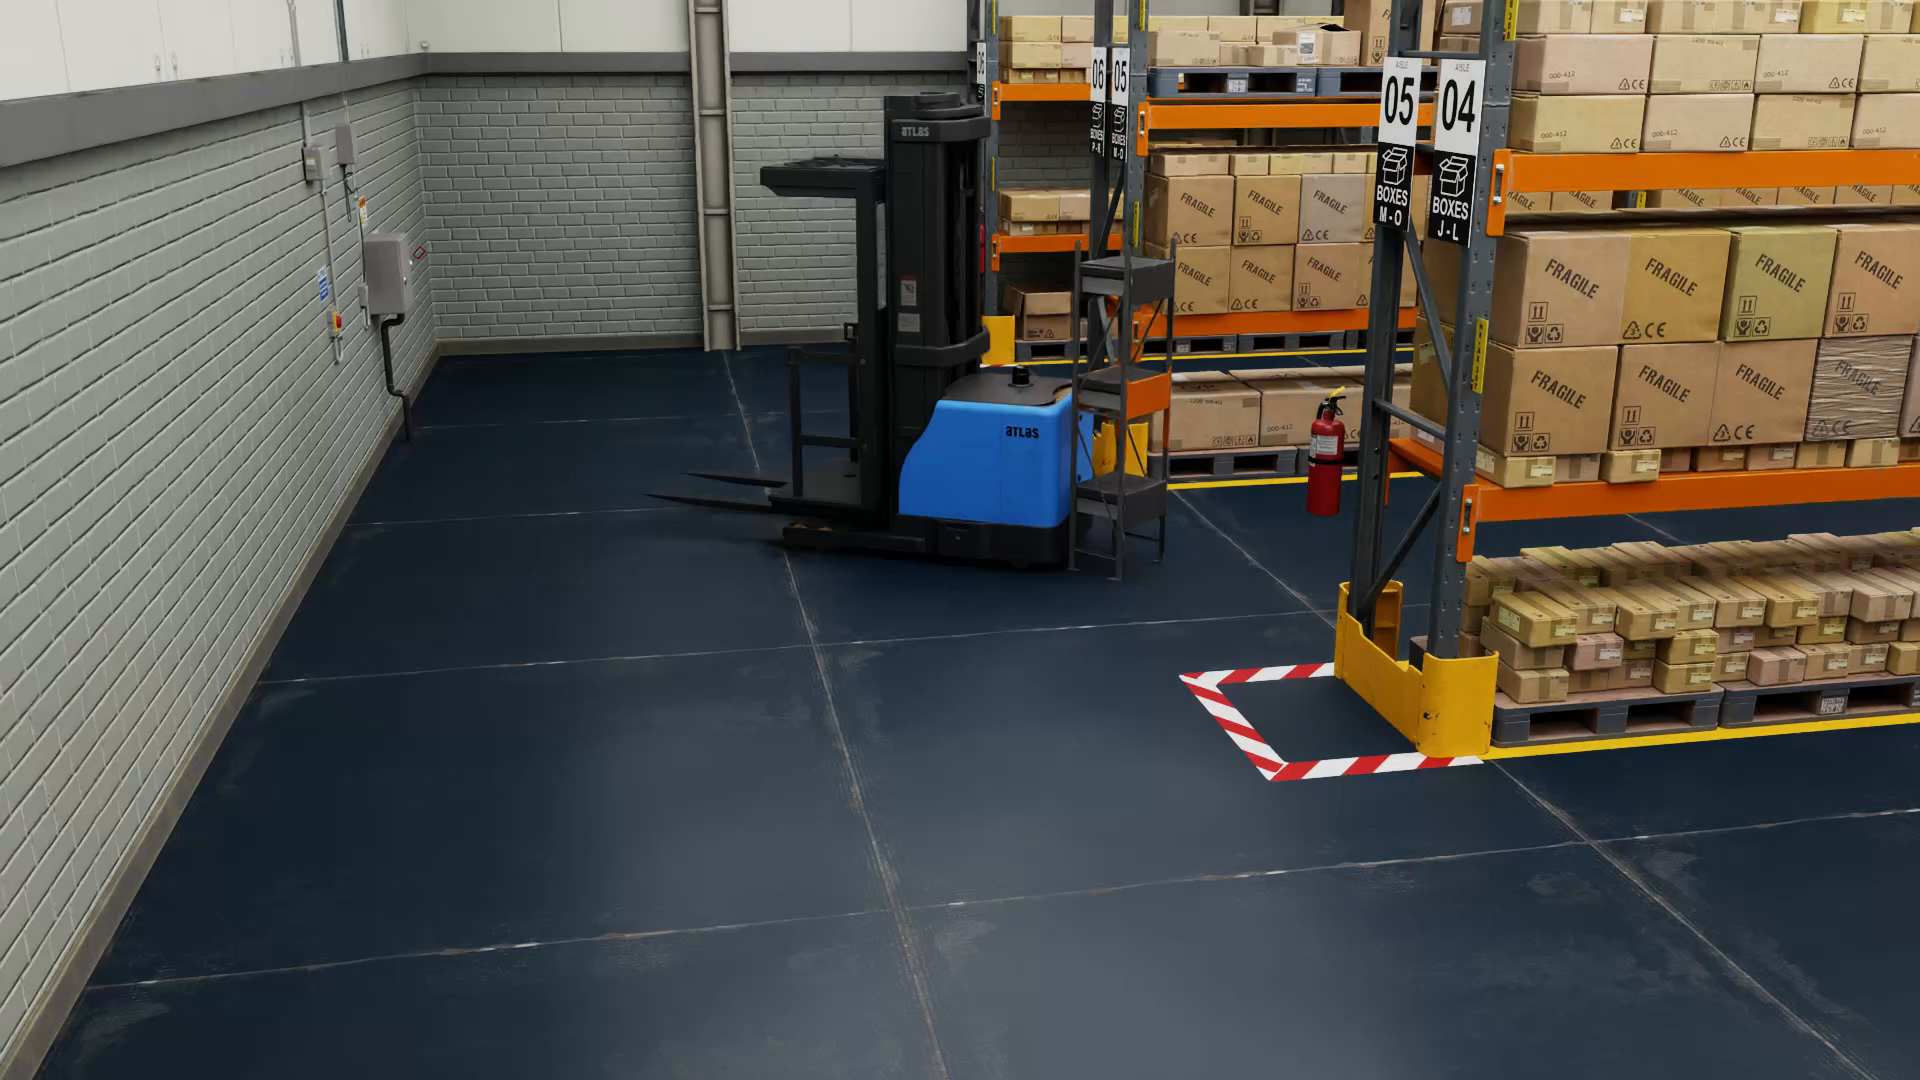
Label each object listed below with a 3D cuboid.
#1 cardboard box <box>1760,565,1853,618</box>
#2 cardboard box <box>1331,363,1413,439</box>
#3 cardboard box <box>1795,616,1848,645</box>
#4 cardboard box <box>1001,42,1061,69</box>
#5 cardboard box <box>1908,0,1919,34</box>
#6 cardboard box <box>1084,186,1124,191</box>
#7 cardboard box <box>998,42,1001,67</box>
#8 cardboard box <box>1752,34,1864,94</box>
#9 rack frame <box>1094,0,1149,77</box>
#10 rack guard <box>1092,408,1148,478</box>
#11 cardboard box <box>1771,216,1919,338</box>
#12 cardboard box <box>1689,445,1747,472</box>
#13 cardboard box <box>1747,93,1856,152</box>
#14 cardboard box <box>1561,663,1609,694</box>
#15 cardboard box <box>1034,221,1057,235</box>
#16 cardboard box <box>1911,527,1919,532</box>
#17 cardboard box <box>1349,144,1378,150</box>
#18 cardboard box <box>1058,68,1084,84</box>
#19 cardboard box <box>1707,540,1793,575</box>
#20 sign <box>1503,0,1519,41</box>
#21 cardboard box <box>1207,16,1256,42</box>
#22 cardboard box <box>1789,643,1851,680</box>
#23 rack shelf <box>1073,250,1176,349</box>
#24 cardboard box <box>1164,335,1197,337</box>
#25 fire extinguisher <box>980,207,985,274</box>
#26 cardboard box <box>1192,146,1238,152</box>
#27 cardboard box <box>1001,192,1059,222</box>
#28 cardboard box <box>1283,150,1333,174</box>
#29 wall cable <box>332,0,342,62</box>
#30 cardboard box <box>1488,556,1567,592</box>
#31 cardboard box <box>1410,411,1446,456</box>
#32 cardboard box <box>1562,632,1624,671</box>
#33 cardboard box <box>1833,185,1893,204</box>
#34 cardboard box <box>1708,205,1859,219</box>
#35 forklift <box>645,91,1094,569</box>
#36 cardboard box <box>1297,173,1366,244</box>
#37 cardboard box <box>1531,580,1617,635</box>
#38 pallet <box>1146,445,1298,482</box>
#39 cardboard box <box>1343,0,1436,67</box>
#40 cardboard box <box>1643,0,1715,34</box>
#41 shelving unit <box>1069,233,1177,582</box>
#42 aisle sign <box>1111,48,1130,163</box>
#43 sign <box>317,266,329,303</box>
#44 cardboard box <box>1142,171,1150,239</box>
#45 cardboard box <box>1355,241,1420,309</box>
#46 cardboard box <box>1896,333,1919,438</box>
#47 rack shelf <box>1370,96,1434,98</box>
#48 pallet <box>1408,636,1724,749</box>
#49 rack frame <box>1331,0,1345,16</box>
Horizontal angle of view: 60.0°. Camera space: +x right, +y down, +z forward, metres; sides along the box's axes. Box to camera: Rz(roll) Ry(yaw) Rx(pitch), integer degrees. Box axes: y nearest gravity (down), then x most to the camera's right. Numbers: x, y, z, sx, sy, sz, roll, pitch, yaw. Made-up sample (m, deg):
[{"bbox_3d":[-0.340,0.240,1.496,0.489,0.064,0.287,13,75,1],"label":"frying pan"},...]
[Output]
[{"bbox_3d":[4.303,0.263,8.475,0.250,0.149,0.380,-3,17,-10],"label":"cardboard box"},{"bbox_3d":[3.581,-1.129,13.528,0.875,0.438,0.875,-4,17,-12],"label":"cardboard box"},{"bbox_3d":[4.314,0.399,8.538,0.250,0.149,0.380,-2,17,-8],"label":"cardboard box"},{"bbox_3d":[0.711,-4.866,16.684,0.500,0.250,0.500,-3,17,-11],"label":"cardboard box"},{"bbox_3d":[4.370,-2.382,7.575,0.250,0.149,0.380,-4,17,-11],"label":"cardboard box"},{"bbox_3d":[1.619,-3.643,17.811,0.500,0.250,0.500,-3,17,-9],"label":"cardboard box"},{"bbox_3d":[0.609,-5.023,17.197,0.500,0.250,0.500,-4,17,-11],"label":"cardboard box"},{"bbox_3d":[3.698,-2.168,7.557,0.500,0.250,0.500,-3,17,-10],"label":"cardboard box"},{"bbox_3d":[1.169,-4.852,11.784,0.127,3.000,1.000,-3,17,-10],"label":"rack frame"},{"bbox_3d":[1.146,-0.788,13.027,0.348,0.500,1.175,-3,17,-10],"label":"rack guard"},{"bbox_3d":[4.207,-1.262,7.931,0.500,0.500,0.500,-4,17,-12],"label":"cardboard box"},{"bbox_3d":[3.603,-0.454,8.110,0.250,0.149,0.380,-3,17,-11],"label":"cardboard box"},{"bbox_3d":[3.718,-1.937,7.657,0.500,0.250,0.500,-4,17,-12],"label":"cardboard box"},{"bbox_3d":[3.024,0.624,8.313,0.250,0.149,0.380,-3,17,-11],"label":"cardboard box"},{"bbox_3d":[0.840,-3.262,17.251,0.250,0.149,0.380,-3,17,-9],"label":"cardboard box"},{"bbox_3d":[5.476,0.049,9.169,0.250,0.149,0.380,-2,17,-8],"label":"cardboard box"},{"bbox_3d":[3.238,-3.021,13.061,0.250,0.149,0.380,-3,17,-10],"label":"cardboard box"},{"bbox_3d":[1.089,-4.711,16.861,0.250,0.149,0.380,-3,17,-10],"label":"cardboard box"},{"bbox_3d":[4.218,0.131,8.904,0.250,0.149,0.380,-3,17,-10],"label":"cardboard box"},{"bbox_3d":[2.311,-2.259,6.959,0.005,0.325,0.100,-3,17,-10],"label":"sign"},{"bbox_3d":[2.706,-5.227,17.011,0.500,0.250,0.500,-3,17,-9],"label":"cardboard box"},{"bbox_3d":[4.299,0.572,8.481,0.250,0.149,0.380,-3,17,-10],"label":"cardboard box"},{"bbox_3d":[1.014,-1.489,10.246,0.431,0.518,0.480,14,22,38],"label":"rack shelf"},{"bbox_3d":[2.227,-2.465,17.770,0.500,0.500,0.500,-3,17,-9],"label":"cardboard box"},{"bbox_3d":[0.167,-3.059,16.928,0.183,0.674,0.296,-3,17,-10],"label":"fire extinguisher"},{"bbox_3d":[1.966,-2.958,12.855,0.250,0.149,0.380,-3,17,-11],"label":"cardboard box"},{"bbox_3d":[0.720,-3.433,17.130,0.500,0.250,0.500,-3,17,-10],"label":"cardboard box"},{"bbox_3d":[2.594,-2.827,12.428,0.250,0.149,0.380,-3,17,-10],"label":"cardboard box"},{"bbox_3d":[-4.502,-4.671,11.194,0.029,3.000,2.355,-3,17,-10],"label":"wall cable"},{"bbox_3d":[2.937,0.214,8.632,0.250,0.149,0.380,-3,17,-9],"label":"cardboard box"},{"bbox_3d":[2.474,-0.543,8.398,0.250,0.149,0.380,-3,17,-10],"label":"cardboard box"},{"bbox_3d":[3.050,0.502,8.201,0.250,0.149,0.380,-3,17,-11],"label":"cardboard box"},{"bbox_3d":[7.077,-2.769,13.345,0.500,0.500,0.500,-4,17,-11],"label":"cardboard box"},{"bbox_3d":[4.135,-1.419,8.442,0.500,0.500,0.500,-4,17,-12],"label":"cardboard box"},{"bbox_3d":[-0.661,-1.458,11.068,3.031,2.935,1.130,6,18,18],"label":"forklift"},{"bbox_3d":[2.704,-2.517,12.524,0.500,0.500,0.500,-3,17,-11],"label":"cardboard box"},{"bbox_3d":[3.034,0.333,8.245,0.250,0.149,0.380,-3,17,-9],"label":"cardboard box"},{"bbox_3d":[1.939,-0.719,13.292,1.213,0.211,1.003,-3,17,-10],"label":"pallet"},{"bbox_3d":[3.177,-3.784,12.358,0.500,0.500,0.500,-3,17,-9],"label":"cardboard box"},{"bbox_3d":[3.103,-2.311,7.342,0.250,0.149,0.380,-3,17,-11],"label":"cardboard box"},{"bbox_3d":[1.014,-0.833,10.447,0.431,2.100,0.503,14,22,38],"label":"shelving unit"},{"bbox_3d":[1.154,-3.140,11.998,0.004,0.787,0.394,-3,17,-10],"label":"aisle sign"},{"bbox_3d":[-4.414,-1.776,11.524,0.001,0.218,0.327,-3,17,-10],"label":"sign"},{"bbox_3d":[1.597,-2.606,12.814,0.500,0.500,0.500,-3,17,-9],"label":"cardboard box"},{"bbox_3d":[3.178,-2.068,12.767,0.500,0.500,0.500,-3,17,-9],"label":"cardboard box"},{"bbox_3d":[4.715,-0.812,8.169,0.500,0.500,0.500,-3,17,-11],"label":"cardboard box"},{"bbox_3d":[6.115,-4.840,18.076,4.000,0.370,1.077,-3,17,-10],"label":"rack shelf"},{"bbox_3d":[3.086,0.730,8.574,1.213,0.211,1.003,-3,17,-10],"label":"pallet"},{"bbox_3d":[4.151,-6.506,17.167,0.127,3.000,1.000,-3,17,-10],"label":"rack frame"}]
